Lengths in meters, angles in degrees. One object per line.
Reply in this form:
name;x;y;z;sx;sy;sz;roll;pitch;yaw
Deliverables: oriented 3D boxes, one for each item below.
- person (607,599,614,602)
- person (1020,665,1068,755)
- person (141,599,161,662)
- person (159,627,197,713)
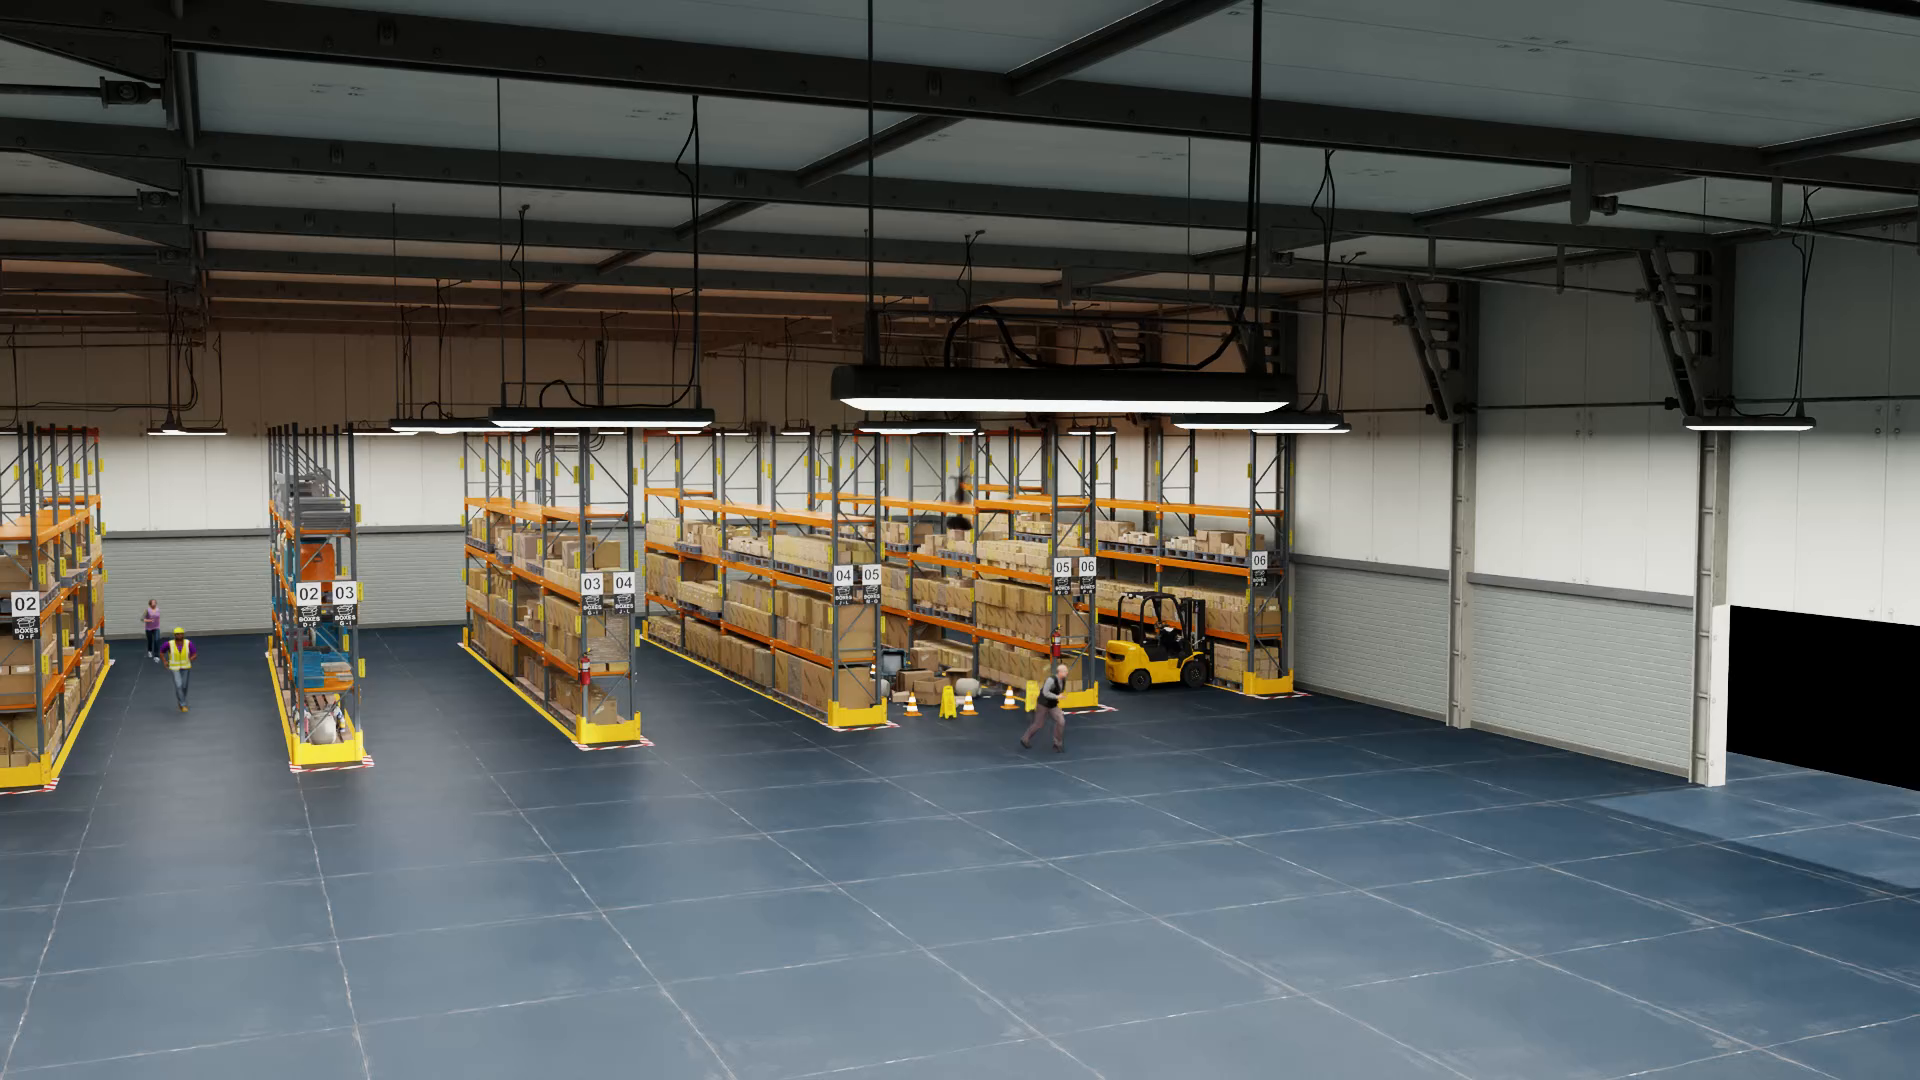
person;-9.910;1.979;46.852;0.726;1.756;0.968;0;4;-7
person;1.555;3.082;30.328;0.990;1.680;0.701;2;4;33
person;-20.785;2.313;42.751;0.526;1.609;0.820;-3;5;-40
person;-16.356;2.704;34.847;0.704;1.764;0.889;-2;4;-35
